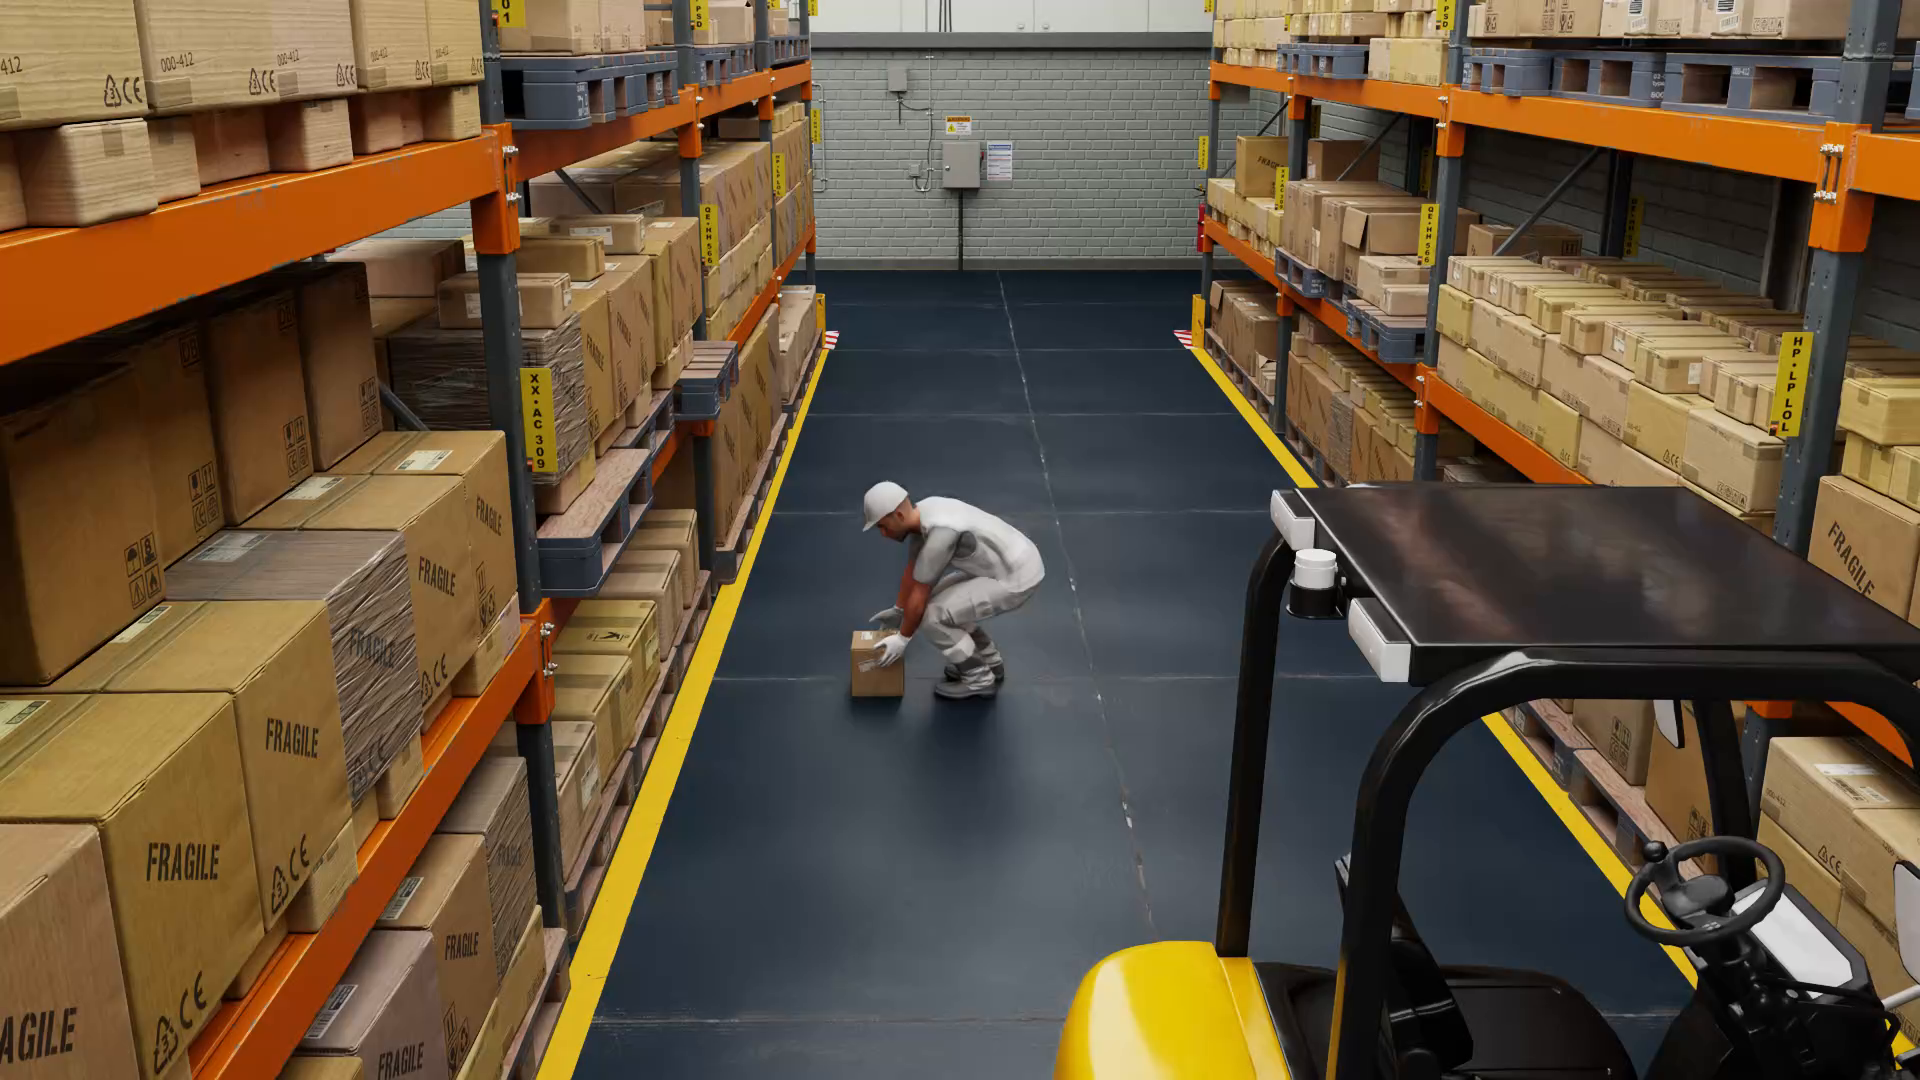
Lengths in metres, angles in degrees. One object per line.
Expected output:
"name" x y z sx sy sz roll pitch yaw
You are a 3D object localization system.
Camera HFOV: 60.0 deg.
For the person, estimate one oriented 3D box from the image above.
"person" -0.026 0.227 8.006 0.870 1.065 0.577 0 17 -1
